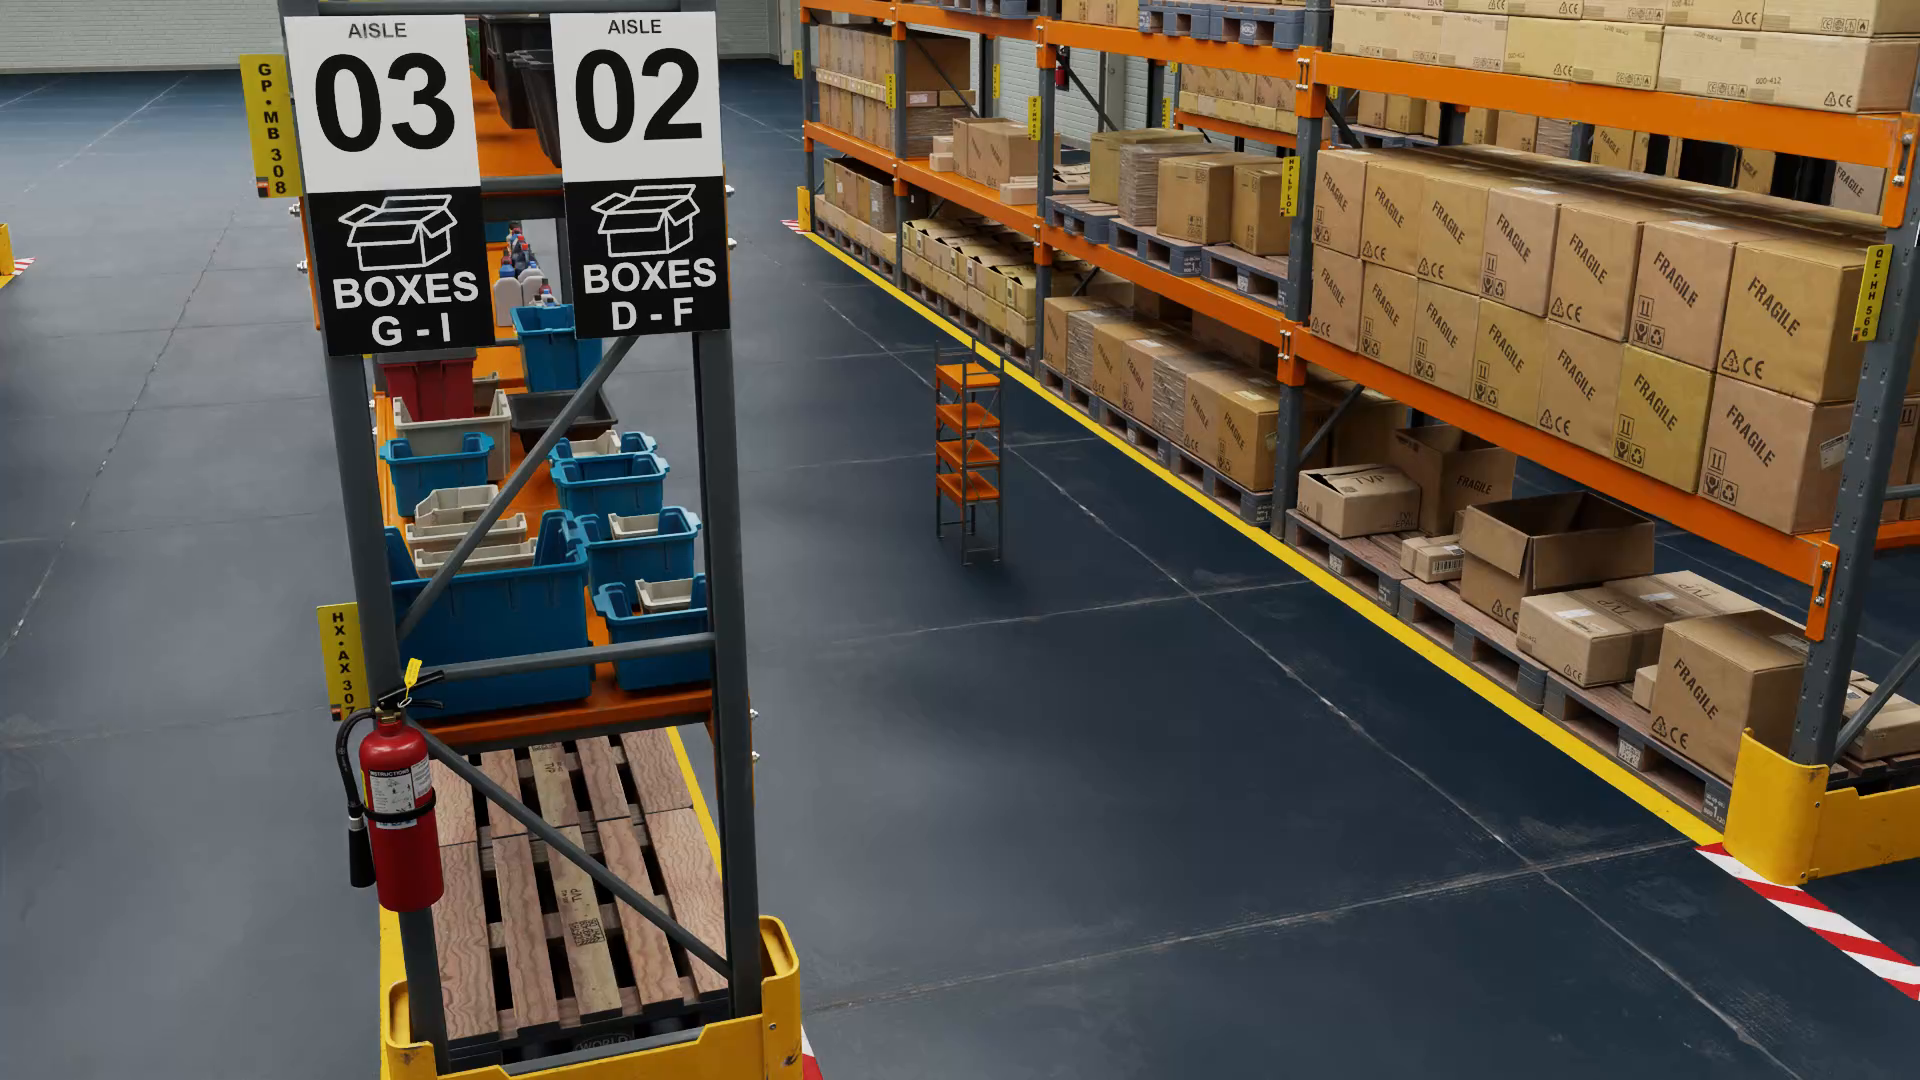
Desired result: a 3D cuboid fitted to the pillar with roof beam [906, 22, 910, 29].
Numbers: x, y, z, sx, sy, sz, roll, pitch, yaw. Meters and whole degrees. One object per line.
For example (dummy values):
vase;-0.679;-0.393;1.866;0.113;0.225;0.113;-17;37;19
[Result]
pillar with roof beam;-5.417;-13.863;35.201;9.100;9.000;0.400;-6;21;-17

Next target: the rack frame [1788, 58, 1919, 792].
rack frame;3.614;-0.192;6.012;1.000;3.000;0.127;-6;21;-17

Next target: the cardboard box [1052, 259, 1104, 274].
cardboard box;1.040;-2.293;14.481;0.500;0.311;0.500;-7;21;-19

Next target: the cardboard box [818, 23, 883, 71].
cardboard box;-1.264;-5.816;19.603;0.700;0.500;0.500;-6;21;-17

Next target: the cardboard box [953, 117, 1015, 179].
cardboard box;0.233;-3.672;15.555;0.500;0.500;0.500;-5;20;-13

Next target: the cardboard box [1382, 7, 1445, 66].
cardboard box;2.428;-2.473;8.149;0.500;0.250;0.500;-6;21;-17

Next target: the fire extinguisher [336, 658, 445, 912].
fire extinguisher;-1.474;0.642;4.357;0.296;0.674;0.183;-6;21;-17

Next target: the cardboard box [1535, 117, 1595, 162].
cardboard box;5.643;-3.690;14.954;0.700;0.500;0.500;-9;22;-24

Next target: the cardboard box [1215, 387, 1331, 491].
cardboard box;1.929;-0.634;10.290;0.500;0.500;0.500;-7;21;-17

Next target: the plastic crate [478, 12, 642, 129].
plastic crate;-1.309;-1.568;5.500;0.504;0.338;0.767;-6;21;-17

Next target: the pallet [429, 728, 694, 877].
pallet;-1.692;0.986;6.858;1.003;0.211;1.213;-6;21;-17

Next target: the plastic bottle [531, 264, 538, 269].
plastic bottle;-2.505;-1.490;9.818;0.097;0.271;0.097;0;20;0

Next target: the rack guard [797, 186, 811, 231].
rack guard;-1.423;-4.157;20.751;1.175;0.500;0.348;-6;21;-17

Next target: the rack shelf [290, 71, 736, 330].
rack shelf;-1.719;-1.381;5.952;1.077;0.370;4.000;-6;21;-17

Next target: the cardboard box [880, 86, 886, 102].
cardboard box;-0.608;-4.623;17.241;0.380;0.149;0.250;-7;21;-19

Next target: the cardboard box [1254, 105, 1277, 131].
cardboard box;3.785;-4.949;19.450;0.500;0.250;0.500;-7;21;-18

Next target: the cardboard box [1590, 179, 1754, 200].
cardboard box;3.240;-1.371;7.668;0.500;0.500;0.500;-7;21;-18

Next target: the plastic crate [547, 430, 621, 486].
plastic crate;-1.515;-0.327;6.692;0.293;0.136;0.466;-6;21;-17

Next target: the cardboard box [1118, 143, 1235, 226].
cardboard box;1.510;-2.500;11.669;0.700;0.500;0.500;-3;20;-7

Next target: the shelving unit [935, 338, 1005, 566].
shelving unit;0.052;-0.512;9.566;0.258;1.200;0.503;-6;21;-17

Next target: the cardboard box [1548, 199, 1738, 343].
cardboard box;2.886;-1.151;7.056;0.500;0.500;0.500;-6;21;-16

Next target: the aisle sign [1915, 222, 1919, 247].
aisle sign;3.344;-1.361;5.421;0.394;0.787;0.004;-6;21;-17

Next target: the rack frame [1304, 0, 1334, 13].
rack frame;2.356;-4.299;8.572;1.000;3.000;0.127;-6;21;-17

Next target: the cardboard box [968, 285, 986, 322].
cardboard box;0.382;-2.132;14.861;0.500;0.250;0.500;-6;21;-16

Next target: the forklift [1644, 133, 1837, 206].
forklift;4.626;-1.816;10.638;1.130;2.935;3.031;-6;21;-15

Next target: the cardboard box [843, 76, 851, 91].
cardboard box;-1.090;-5.117;18.616;0.380;0.149;0.250;-7;21;-18

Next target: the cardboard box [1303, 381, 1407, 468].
cardboard box;2.436;-0.687;10.439;0.500;0.500;0.500;-7;21;-20

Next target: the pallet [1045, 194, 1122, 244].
pallet;1.379;-2.458;12.608;1.213;0.211;1.003;-6;21;-17

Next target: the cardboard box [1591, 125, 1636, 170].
cardboard box;5.710;-3.300;14.048;0.500;0.500;0.500;-6;21;-16

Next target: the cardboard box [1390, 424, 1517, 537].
cardboard box;2.805;-0.353;9.509;0.500;0.500;0.500;-6;21;-17

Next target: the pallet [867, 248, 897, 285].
pallet;-0.368;-2.990;17.928;1.003;0.211;1.213;-6;21;-17

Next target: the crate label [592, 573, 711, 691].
crate label;-0.855;0.270;4.887;0.416;0.233;0.303;-6;21;-17

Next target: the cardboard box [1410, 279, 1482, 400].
cardboard box;2.577;-1.005;8.129;0.500;0.500;0.500;-6;21;-17

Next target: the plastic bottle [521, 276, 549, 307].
plastic bottle;-2.422;-1.378;9.499;0.152;0.276;0.135;-6;21;-17

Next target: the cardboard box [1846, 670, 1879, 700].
cardboard box;3.730;0.684;7.116;0.380;0.166;0.250;-6;21;-17

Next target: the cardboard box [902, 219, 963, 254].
cardboard box;-0.265;-3.051;16.590;0.500;0.311;0.500;-6;21;-17

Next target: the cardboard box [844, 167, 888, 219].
cardboard box;-0.989;-3.905;18.689;0.500;0.500;0.500;-6;21;-17

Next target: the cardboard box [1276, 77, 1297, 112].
cardboard box;3.939;-5.140;18.873;0.500;0.500;0.500;-7;21;-18

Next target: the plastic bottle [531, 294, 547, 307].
plastic bottle;-2.163;-1.087;8.579;0.144;0.351;0.185;-6;21;-17

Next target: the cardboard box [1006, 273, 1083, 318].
cardboard box;0.701;-2.068;13.854;0.500;0.311;0.500;-6;21;-16

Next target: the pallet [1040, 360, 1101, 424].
pallet;1.298;-1.203;12.953;1.003;0.211;1.213;-6;21;-17

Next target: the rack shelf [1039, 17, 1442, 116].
rack shelf;1.728;-3.190;10.988;1.077;0.370;4.000;-6;21;-17

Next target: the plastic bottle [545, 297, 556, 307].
plastic bottle;-2.184;-1.162;8.904;0.097;0.271;0.097;0;20;0

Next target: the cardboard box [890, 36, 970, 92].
cardboard box;-0.304;-4.842;16.892;0.700;0.500;0.500;-6;21;-17

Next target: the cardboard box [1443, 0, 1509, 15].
cardboard box;2.578;-2.547;7.616;0.500;0.250;0.500;-6;21;-17

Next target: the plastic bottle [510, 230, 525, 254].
plastic bottle;-2.920;-1.913;10.996;0.097;0.271;0.097;0;20;0

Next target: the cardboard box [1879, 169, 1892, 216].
cardboard box;6.673;-2.321;11.322;0.500;0.500;0.500;-7;21;-18

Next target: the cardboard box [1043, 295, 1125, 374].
cardboard box;0.971;-1.613;13.017;0.500;0.500;0.500;-5;20;-15

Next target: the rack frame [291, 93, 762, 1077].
rack frame;-1.090;0.334;4.551;1.000;3.000;0.127;-6;21;-17

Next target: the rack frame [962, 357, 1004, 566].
rack frame;0.129;-0.433;9.348;0.240;1.200;0.015;-6;21;-17

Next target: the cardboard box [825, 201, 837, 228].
cardboard box;-1.297;-3.874;19.711;0.500;0.250;0.500;-6;21;-17

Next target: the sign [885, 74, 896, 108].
sign;-0.685;-4.428;16.408;0.100;0.325;0.005;-6;21;-17

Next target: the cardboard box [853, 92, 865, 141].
cardboard box;-0.792;-4.725;18.487;0.700;0.500;0.500;-6;21;-16

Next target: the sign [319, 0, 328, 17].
sign;-2.870;-2.308;7.455;0.100;0.325;0.005;-6;21;-17
